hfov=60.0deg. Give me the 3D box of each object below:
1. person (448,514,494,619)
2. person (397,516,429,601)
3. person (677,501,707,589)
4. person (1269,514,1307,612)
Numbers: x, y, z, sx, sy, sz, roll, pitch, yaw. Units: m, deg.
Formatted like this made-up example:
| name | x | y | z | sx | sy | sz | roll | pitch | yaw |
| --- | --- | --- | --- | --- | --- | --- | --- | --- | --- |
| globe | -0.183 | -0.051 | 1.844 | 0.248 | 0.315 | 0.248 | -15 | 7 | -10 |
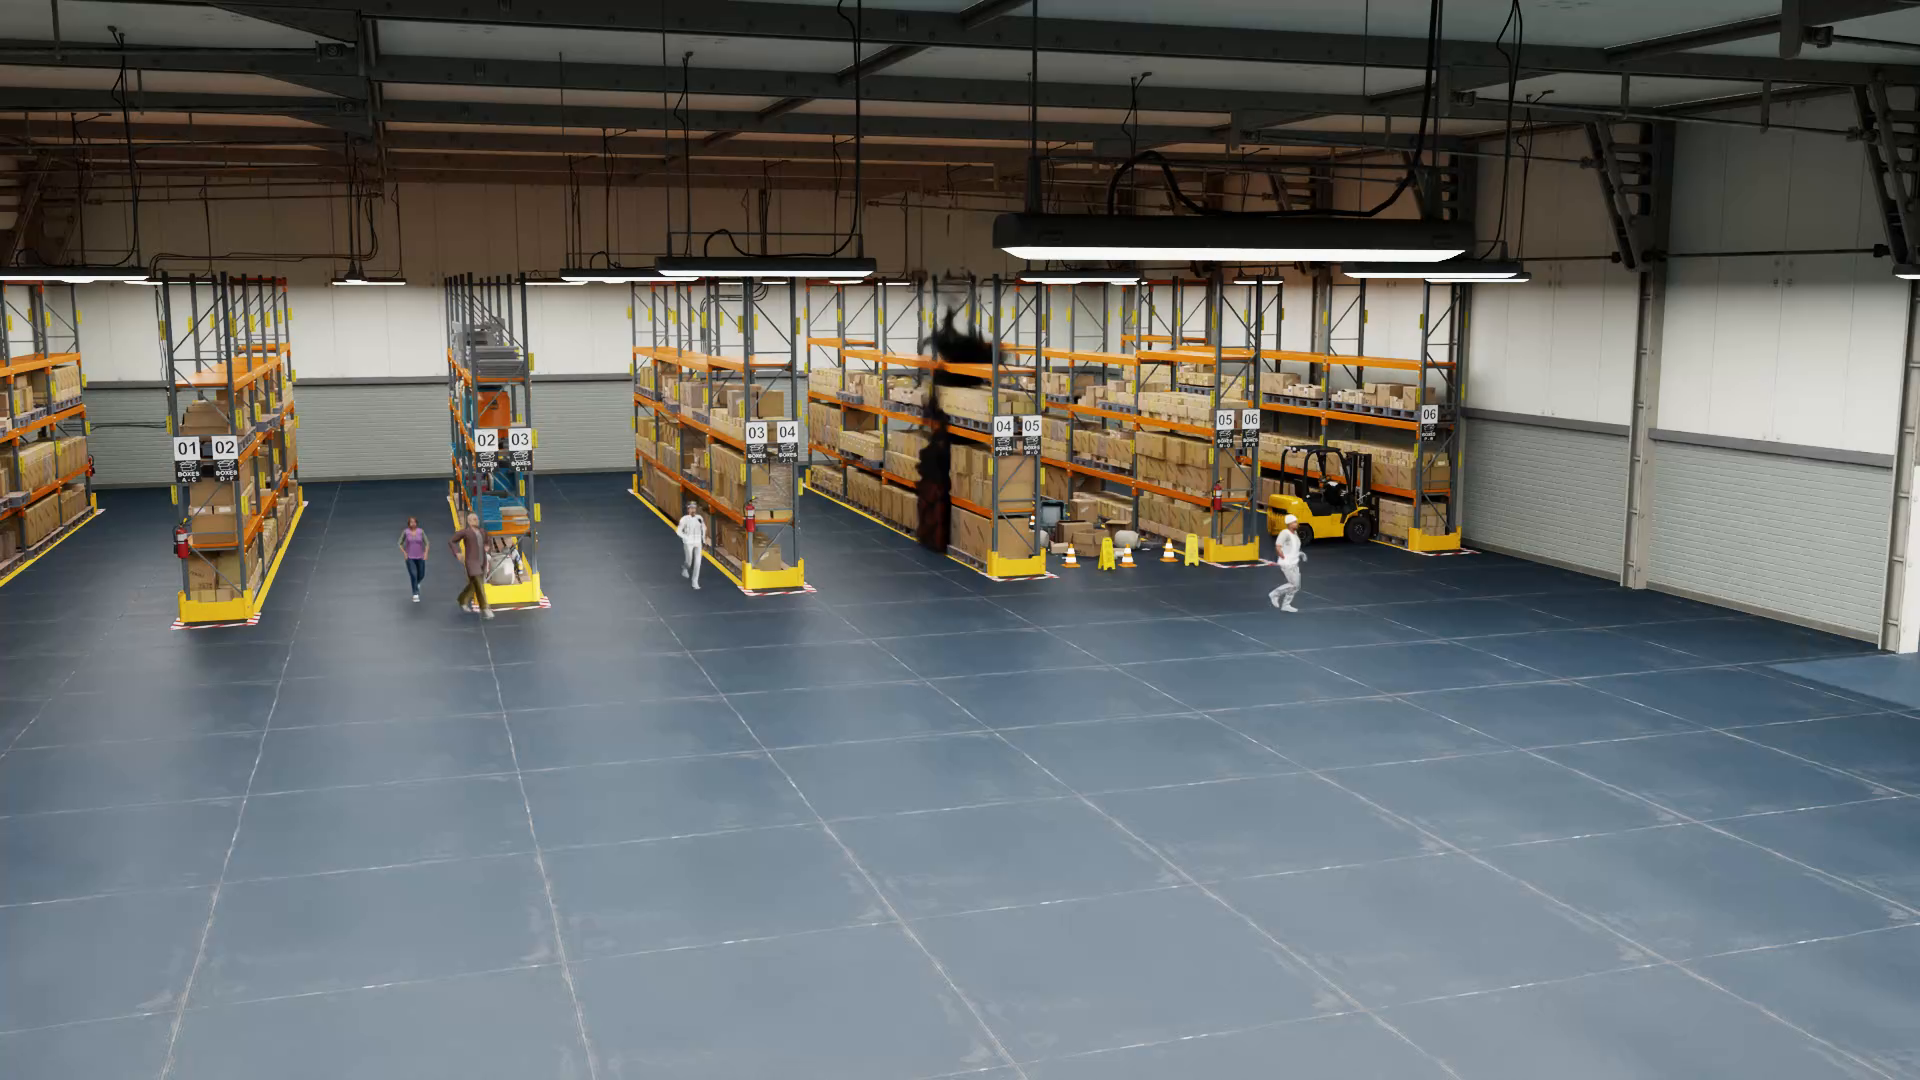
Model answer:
| name | x | y | z | sx | sy | sz | roll | pitch | yaw |
| --- | --- | --- | --- | --- | --- | --- | --- | --- | --- |
| person | -8.491 | 0.438 | 29.252 | 0.944 | 1.802 | 0.746 | 4 | 10 | 26 |
| person | -10.105 | 0.329 | 30.765 | 0.564 | 1.565 | 0.586 | -4 | 10 | -26 |
| person | -5.171 | 0.073 | 32.167 | 0.619 | 1.692 | 0.798 | -4 | 9 | -24 |
| person | 5.844 | 0.408 | 29.632 | 0.591 | 1.748 | 0.698 | 4 | 10 | 27 |
